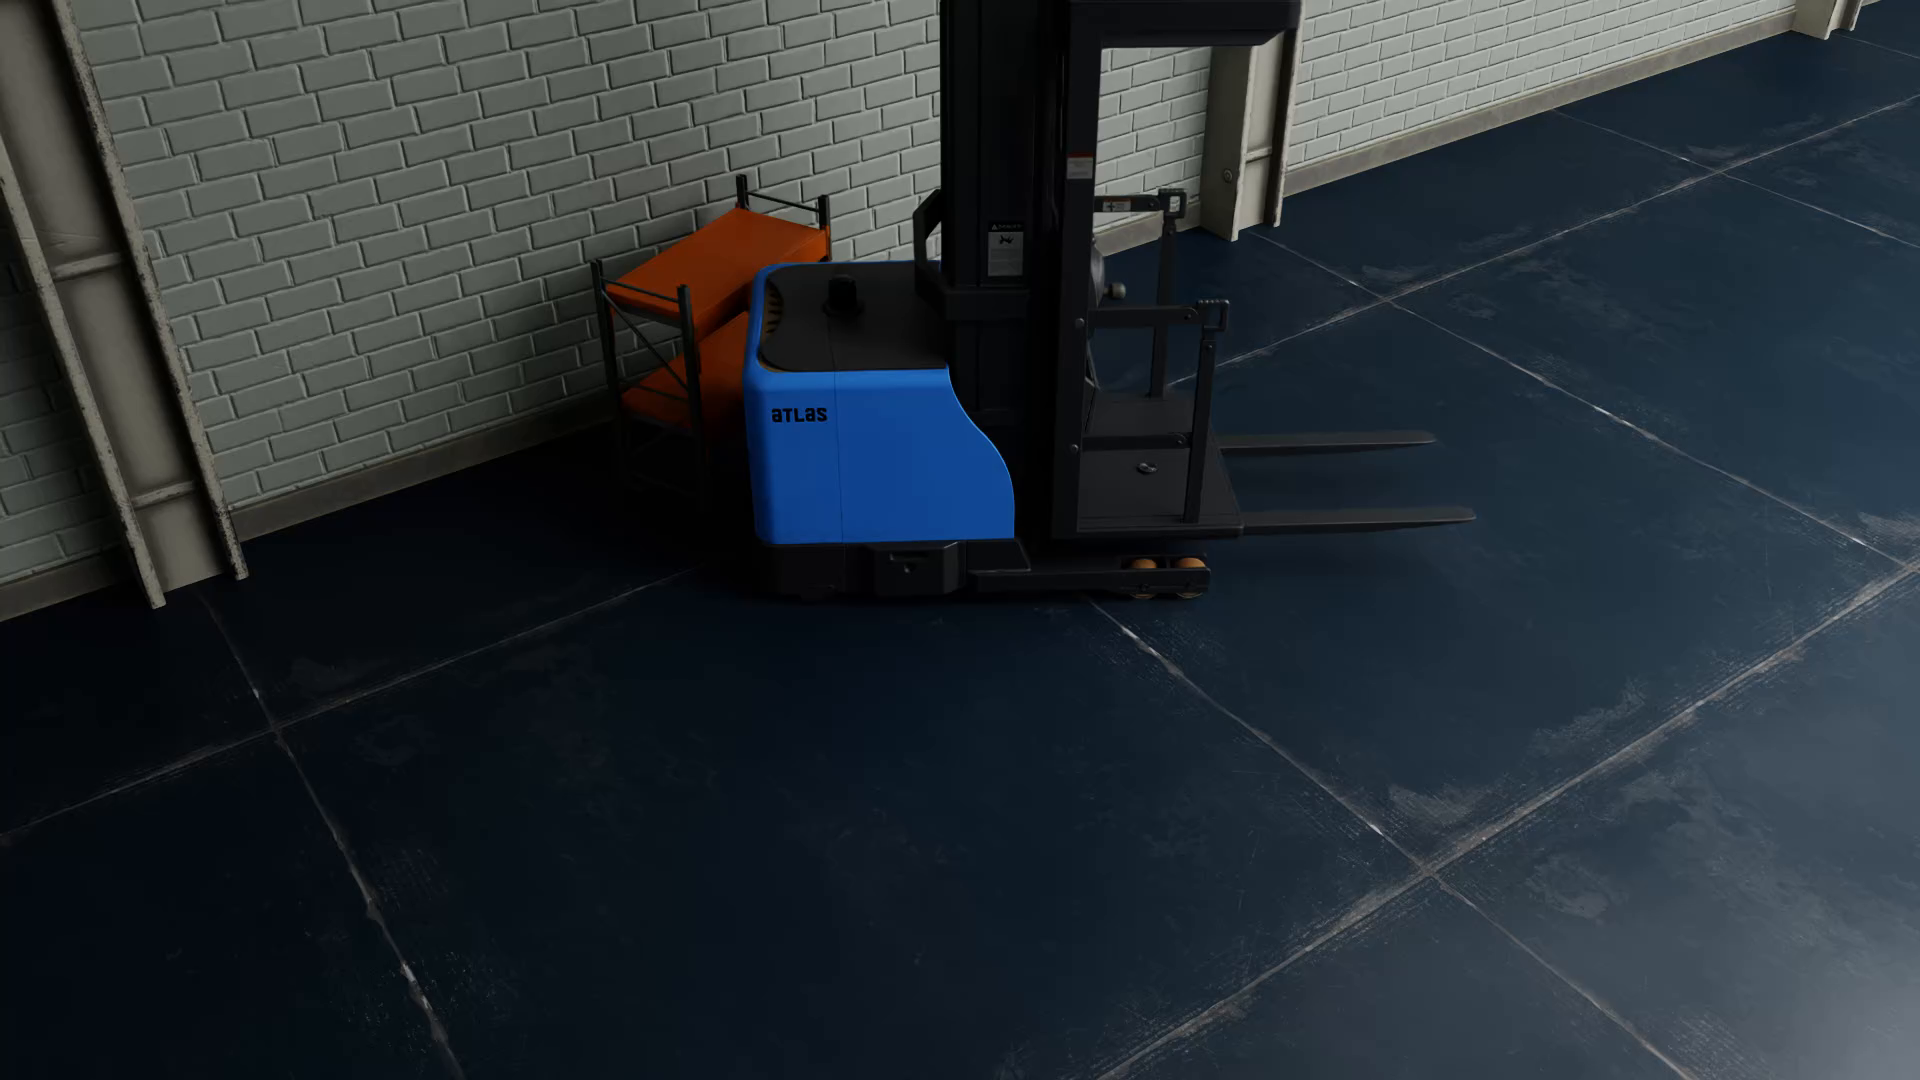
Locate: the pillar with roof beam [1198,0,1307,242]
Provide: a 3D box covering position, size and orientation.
[{"bbox_3d":[4.127,-3.471,4.368,0.400,9.000,9.100,-22,41,-28],"label":"pillar with roof beam"}]

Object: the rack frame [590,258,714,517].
[{"bbox_3d":[-1.323,-0.642,7.179,0.500,1.125,0.032,19,40,24],"label":"rack frame"}]

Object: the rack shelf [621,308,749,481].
[{"bbox_3d":[-1.067,-0.700,7.678,0.538,0.278,1.000,19,40,24],"label":"rack shelf"}]

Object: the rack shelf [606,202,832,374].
[{"bbox_3d":[-1.067,-1.136,7.364,0.538,0.278,1.000,19,40,24],"label":"rack shelf"}]

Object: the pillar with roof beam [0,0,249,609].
[{"bbox_3d":[-0.777,-1.452,1.562,0.400,9.000,9.100,-22,41,-28],"label":"pillar with roof beam"}]

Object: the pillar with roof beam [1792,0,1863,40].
[{"bbox_3d":[9.032,-5.489,7.174,0.400,9.000,9.100,-22,41,-28],"label":"pillar with roof beam"}]

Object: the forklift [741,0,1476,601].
[{"bbox_3d":[0.647,-1.254,6.484,3.031,2.935,1.130,-2,36,-2],"label":"forklift"}]

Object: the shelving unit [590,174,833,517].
[{"bbox_3d":[-1.067,-0.898,7.535,0.538,1.125,1.048,19,40,24],"label":"shelving unit"}]

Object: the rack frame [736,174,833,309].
[{"bbox_3d":[-0.810,-1.154,7.892,0.500,1.125,0.032,19,40,24],"label":"rack frame"}]
